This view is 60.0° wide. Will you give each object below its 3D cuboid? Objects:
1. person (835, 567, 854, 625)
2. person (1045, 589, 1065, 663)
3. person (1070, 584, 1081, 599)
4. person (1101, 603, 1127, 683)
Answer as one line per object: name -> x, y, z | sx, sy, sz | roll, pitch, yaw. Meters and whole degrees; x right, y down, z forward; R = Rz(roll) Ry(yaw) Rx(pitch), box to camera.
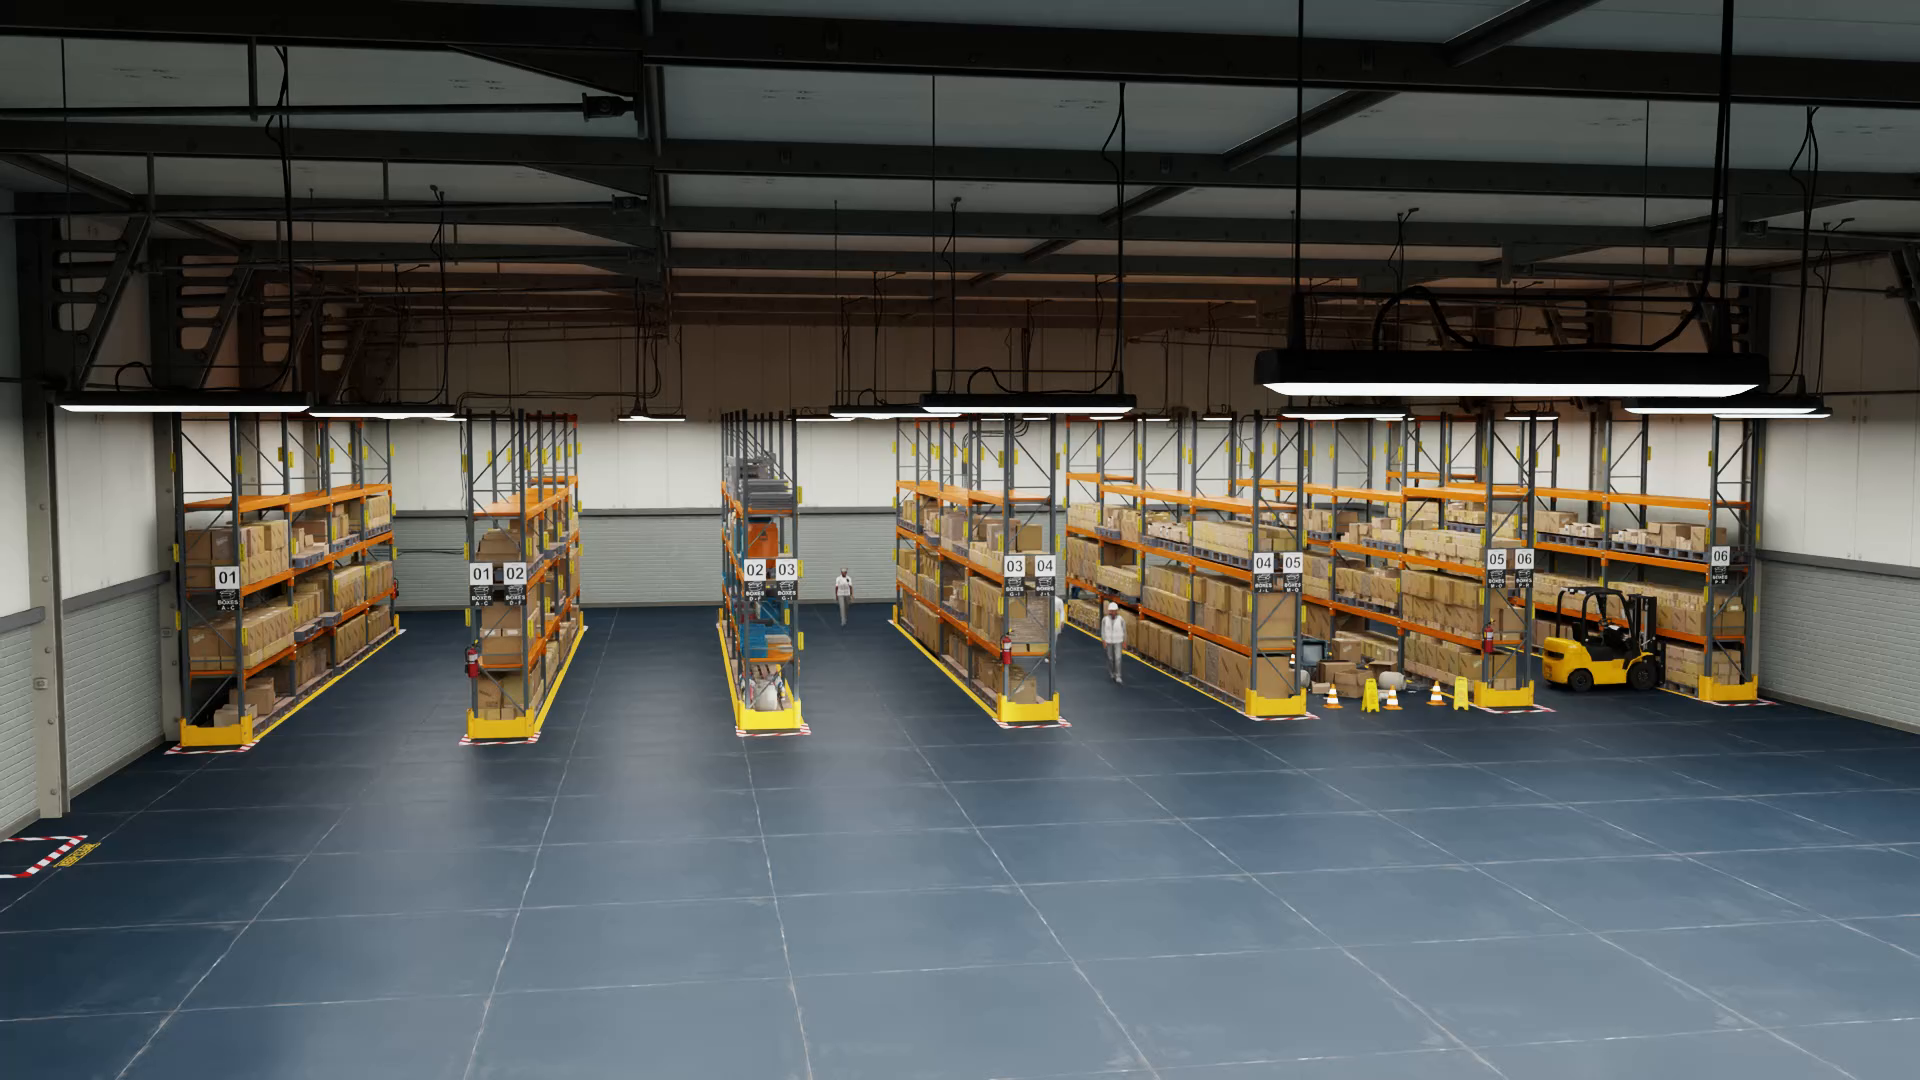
person -> -3.303, 1.578, 47.495 | 0.489, 1.627, 1.021 | -1, 4, -13
person -> 2.240, 2.038, 40.259 | 0.598, 1.747, 1.037 | 0, 4, -2
person -> 3.548, 1.414, 50.226 | 0.659, 1.576, 0.424 | -3, 5, -39
person -> 3.397, 2.260, 36.851 | 0.580, 1.731, 0.926 | 1, 4, 17
